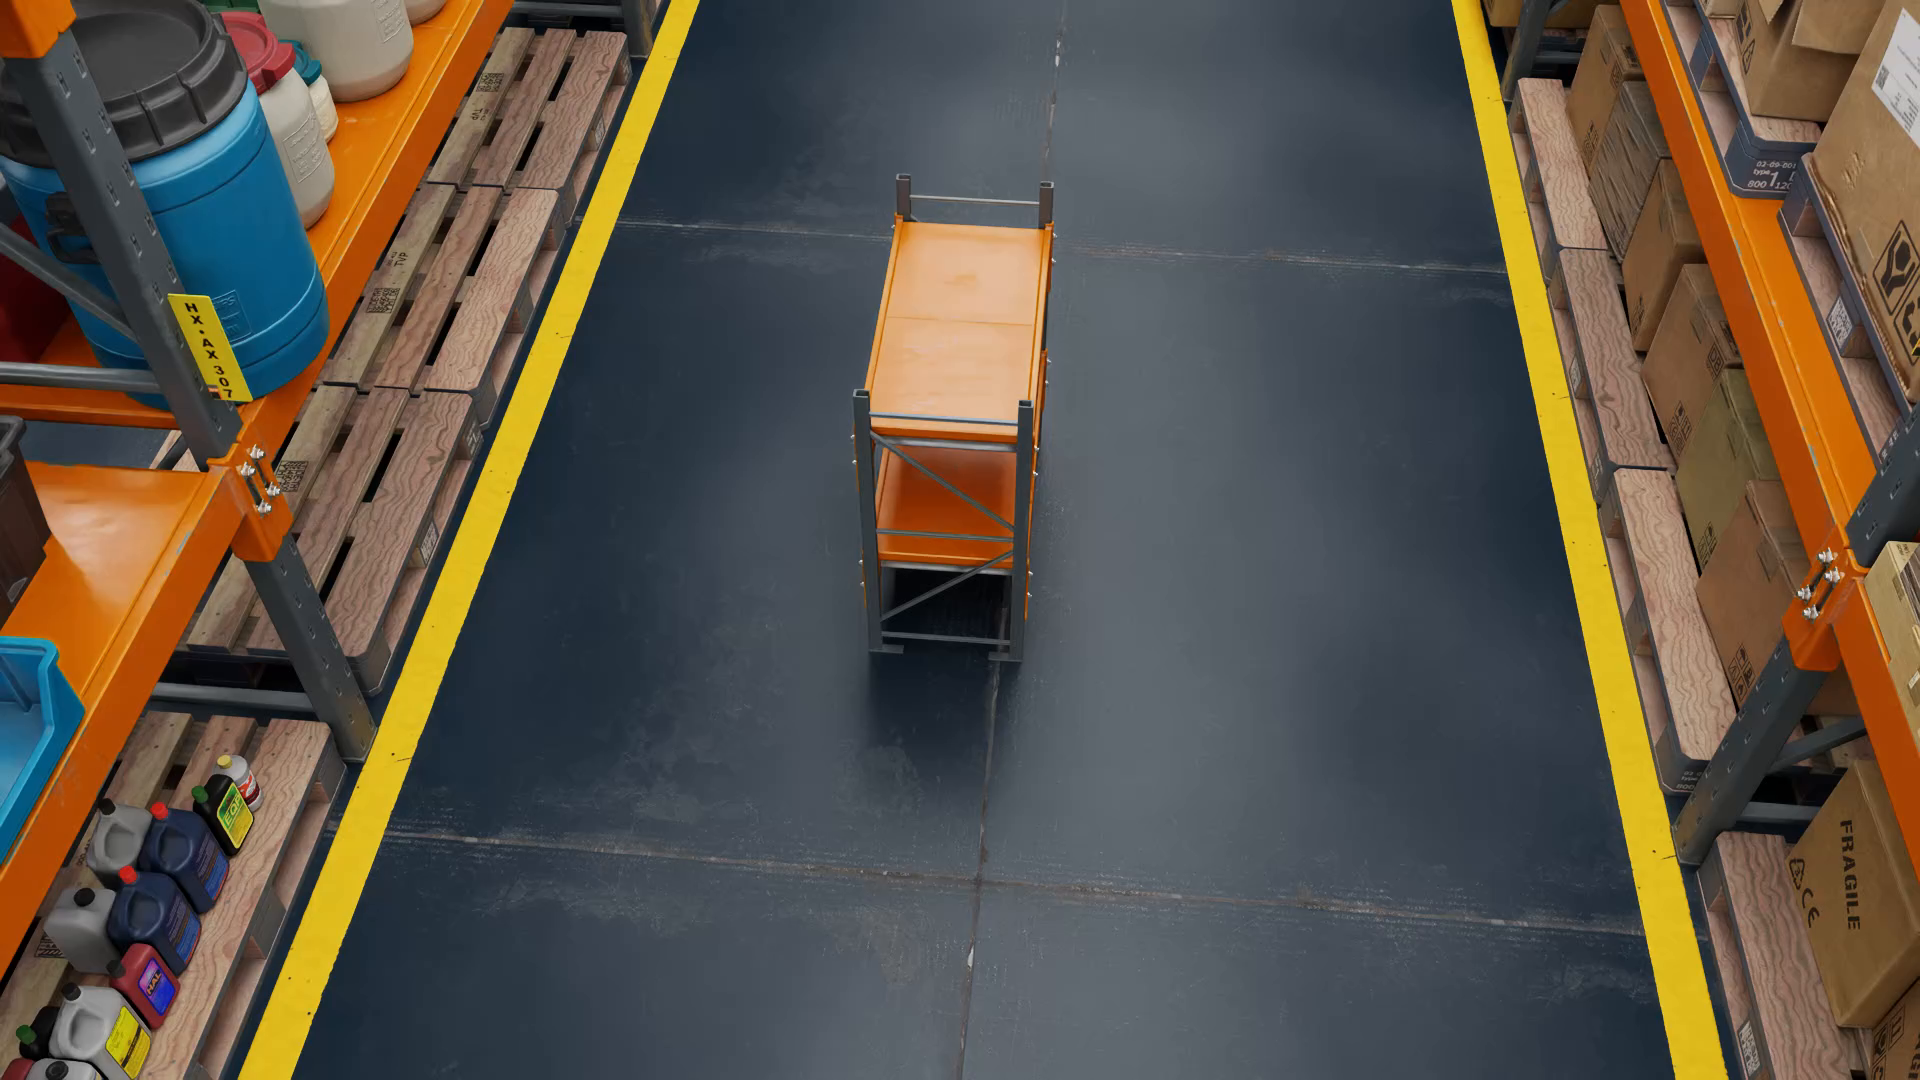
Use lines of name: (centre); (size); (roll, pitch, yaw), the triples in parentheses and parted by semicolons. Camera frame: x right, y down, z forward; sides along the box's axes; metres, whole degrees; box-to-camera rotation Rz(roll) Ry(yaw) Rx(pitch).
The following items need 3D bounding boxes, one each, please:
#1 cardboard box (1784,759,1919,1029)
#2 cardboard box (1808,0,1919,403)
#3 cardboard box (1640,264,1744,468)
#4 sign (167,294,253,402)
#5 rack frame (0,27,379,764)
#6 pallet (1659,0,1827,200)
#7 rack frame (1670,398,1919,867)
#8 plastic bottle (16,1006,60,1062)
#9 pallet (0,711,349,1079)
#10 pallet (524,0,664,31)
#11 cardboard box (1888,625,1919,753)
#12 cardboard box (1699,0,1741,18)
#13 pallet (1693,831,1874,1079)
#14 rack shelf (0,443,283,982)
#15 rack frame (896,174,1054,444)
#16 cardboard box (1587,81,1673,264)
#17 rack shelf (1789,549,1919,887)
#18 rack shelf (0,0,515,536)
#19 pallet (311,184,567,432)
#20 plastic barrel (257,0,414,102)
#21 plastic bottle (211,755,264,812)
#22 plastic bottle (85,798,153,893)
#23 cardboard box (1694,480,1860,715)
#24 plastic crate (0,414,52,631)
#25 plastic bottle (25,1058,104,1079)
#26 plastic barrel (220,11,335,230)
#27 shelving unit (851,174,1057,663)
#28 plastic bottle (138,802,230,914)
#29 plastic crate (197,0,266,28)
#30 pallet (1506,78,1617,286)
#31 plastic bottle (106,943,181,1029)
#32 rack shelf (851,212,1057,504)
cardboard box: (2.533, 0.922, 4.283); (0.500, 0.500, 0.500); (3, 48, 2)
cardboard box: (2.822, -0.989, 3.931); (1.000, 1.000, 1.000); (4, 48, 4)
cardboard box: (2.800, -0.586, 5.649); (0.700, 0.500, 0.500); (0, 48, 0)
sign: (-1.776, -0.452, 3.943); (0.100, 0.325, 0.005); (4, 48, 4)
rack frame: (-2.323, -0.404, 4.087); (1.000, 3.000, 0.127); (4, 48, 4)
pallet: (2.835, -1.488, 5.208); (1.003, 0.211, 1.213); (4, 48, 4)
rack frame: (2.610, -0.071, 3.782); (1.000, 3.000, 0.127); (4, 48, 4)
plastic bottle: (-2.246, 1.247, 4.119); (0.061, 0.283, 0.133); (4, 48, 4)
pallet: (-2.425, 1.028, 4.667); (1.003, 0.211, 1.213); (4, 48, 4)
pallet: (-1.928, -2.984, 8.336); (1.003, 0.211, 1.213); (4, 48, 4)
cardboard box: (2.255, 0.335, 3.581); (0.380, 0.149, 0.250); (4, 48, 4)
cardboard box: (2.592, -1.885, 5.258); (0.500, 0.250, 0.500); (3, 48, 2)
pallet: (2.584, 1.366, 4.357); (1.003, 0.211, 1.213); (4, 48, 4)
rack shelf: (-2.505, 1.309, 3.008); (1.077, 0.370, 4.000); (4, 48, 4)
rack frame: (0.047, -0.758, 5.681); (0.500, 1.125, 0.032); (4, 48, 4)
cardboard box: (2.895, -1.413, 6.405); (0.700, 0.500, 0.500); (0, 48, 0)
rack shelf: (2.427, 1.642, 2.703); (1.077, 0.370, 4.000); (4, 48, 4)
rack shelf: (-2.140, -1.631, 5.696); (1.077, 0.370, 4.000); (4, 48, 4)
pallet: (-2.181, -0.941, 6.468); (1.003, 0.211, 1.213); (4, 48, 4)
plastic barrel: (-1.950, -1.677, 5.159); (0.433, 0.535, 0.433); (0, 48, 0)
plastic bottle: (-2.045, 0.680, 4.694); (0.097, 0.201, 0.097); (0, 48, 0)
plastic bottle: (-2.238, 0.825, 4.460); (0.144, 0.351, 0.185); (4, 48, 4)
cardboard box: (2.687, 0.175, 4.953); (0.700, 0.500, 0.500); (1, 48, 1)
plastic crate: (-2.497, -0.007, 3.766); (0.767, 0.338, 0.504); (4, 48, 4)
plastic bottle: (-2.160, 1.357, 4.024); (0.152, 0.276, 0.135); (5, 48, 4)
plastic barrel: (-2.017, -1.138, 4.666); (0.433, 0.535, 0.433); (0, 48, 0)
shelving unit: (0.001, -0.385, 5.339); (0.538, 1.125, 1.048); (4, 48, 4)
plastic bottle: (-2.094, 0.834, 4.451); (0.144, 0.351, 0.185); (3, 48, 2)
plastic crate: (-2.445, -1.631, 5.353); (0.450, 0.188, 0.662); (4, 48, 4)
pallet: (2.902, -1.495, 6.974); (1.003, 0.211, 1.213); (4, 48, 4)
plastic bottle: (-2.085, 1.121, 4.235); (0.061, 0.283, 0.133); (7, 48, 6)
rack shelf: (0.001, -0.582, 5.123); (0.538, 0.278, 1.000); (4, 48, 4)
